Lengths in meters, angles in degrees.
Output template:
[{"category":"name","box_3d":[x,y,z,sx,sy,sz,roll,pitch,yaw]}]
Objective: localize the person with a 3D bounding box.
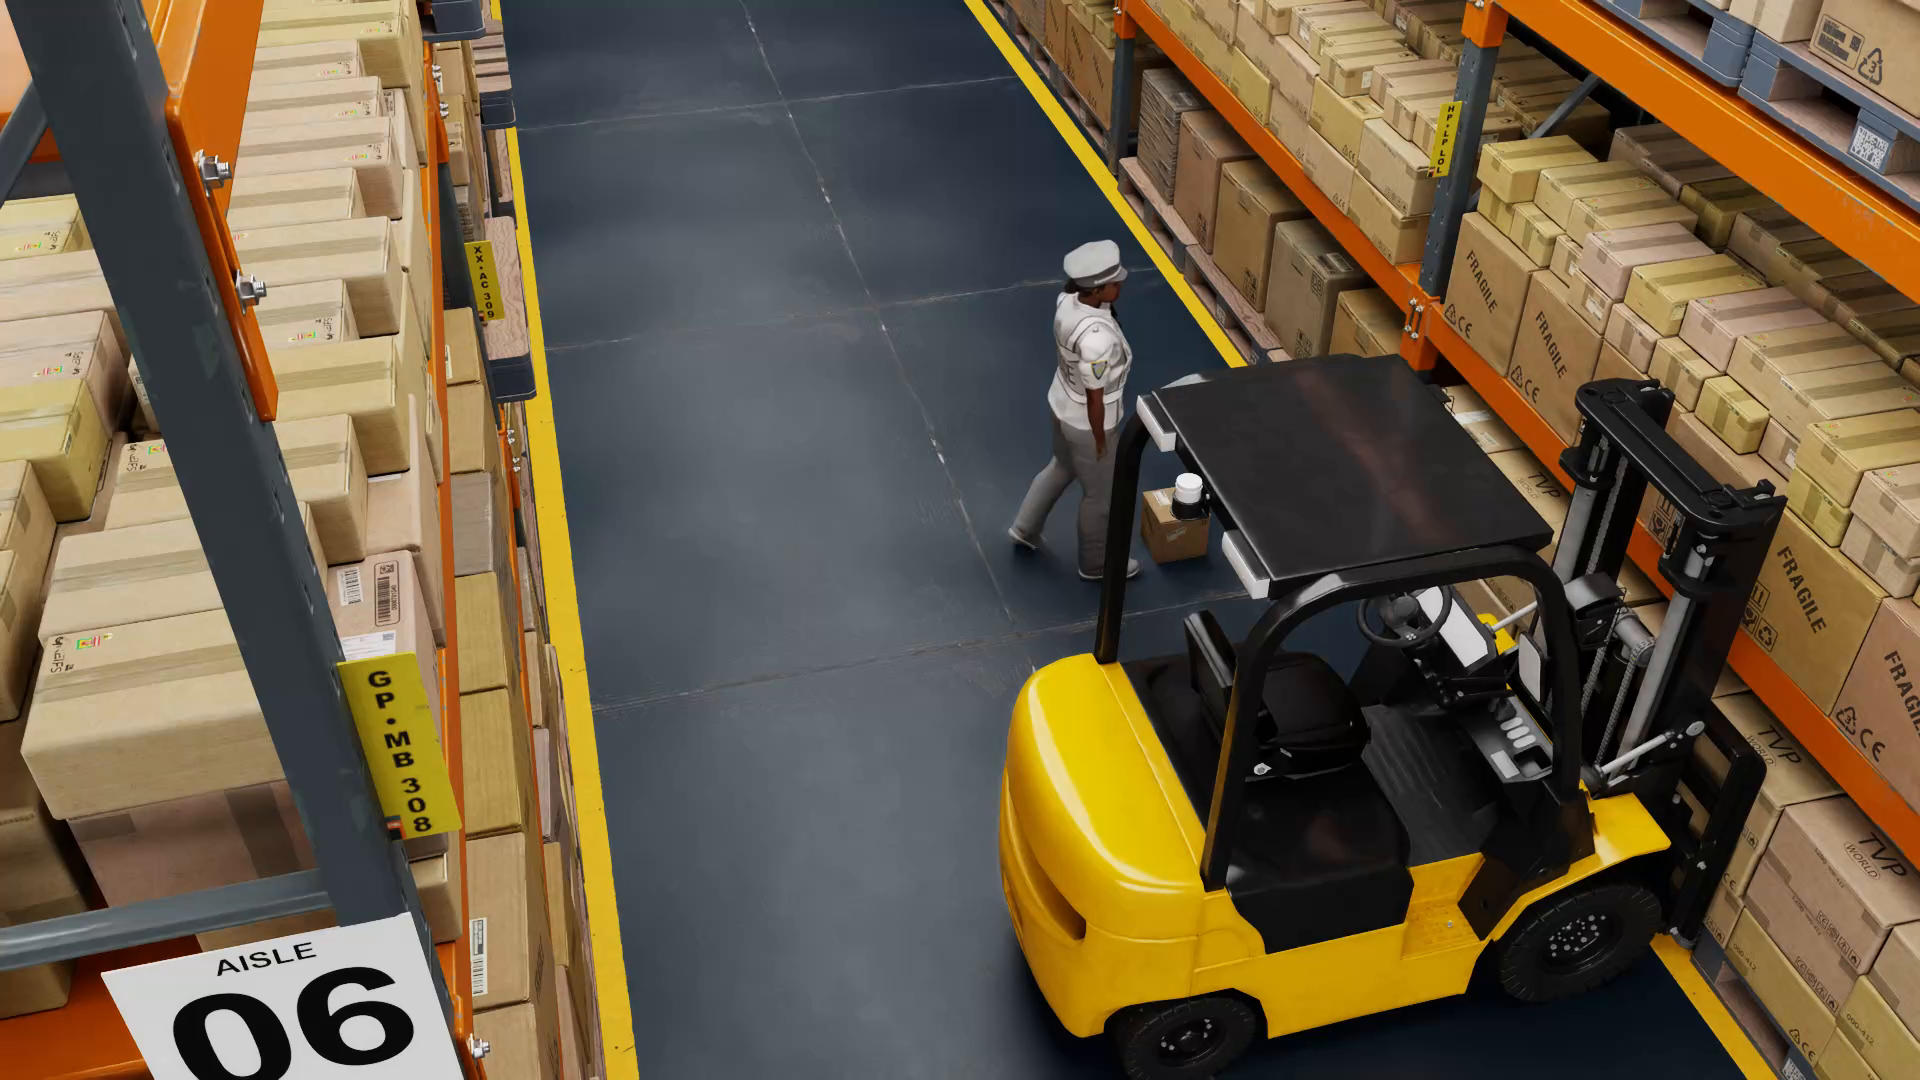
[{"category":"person","box_3d":[0.544,-0.540,7.430,0.554,1.754,0.486,-9,39,-11]}]
